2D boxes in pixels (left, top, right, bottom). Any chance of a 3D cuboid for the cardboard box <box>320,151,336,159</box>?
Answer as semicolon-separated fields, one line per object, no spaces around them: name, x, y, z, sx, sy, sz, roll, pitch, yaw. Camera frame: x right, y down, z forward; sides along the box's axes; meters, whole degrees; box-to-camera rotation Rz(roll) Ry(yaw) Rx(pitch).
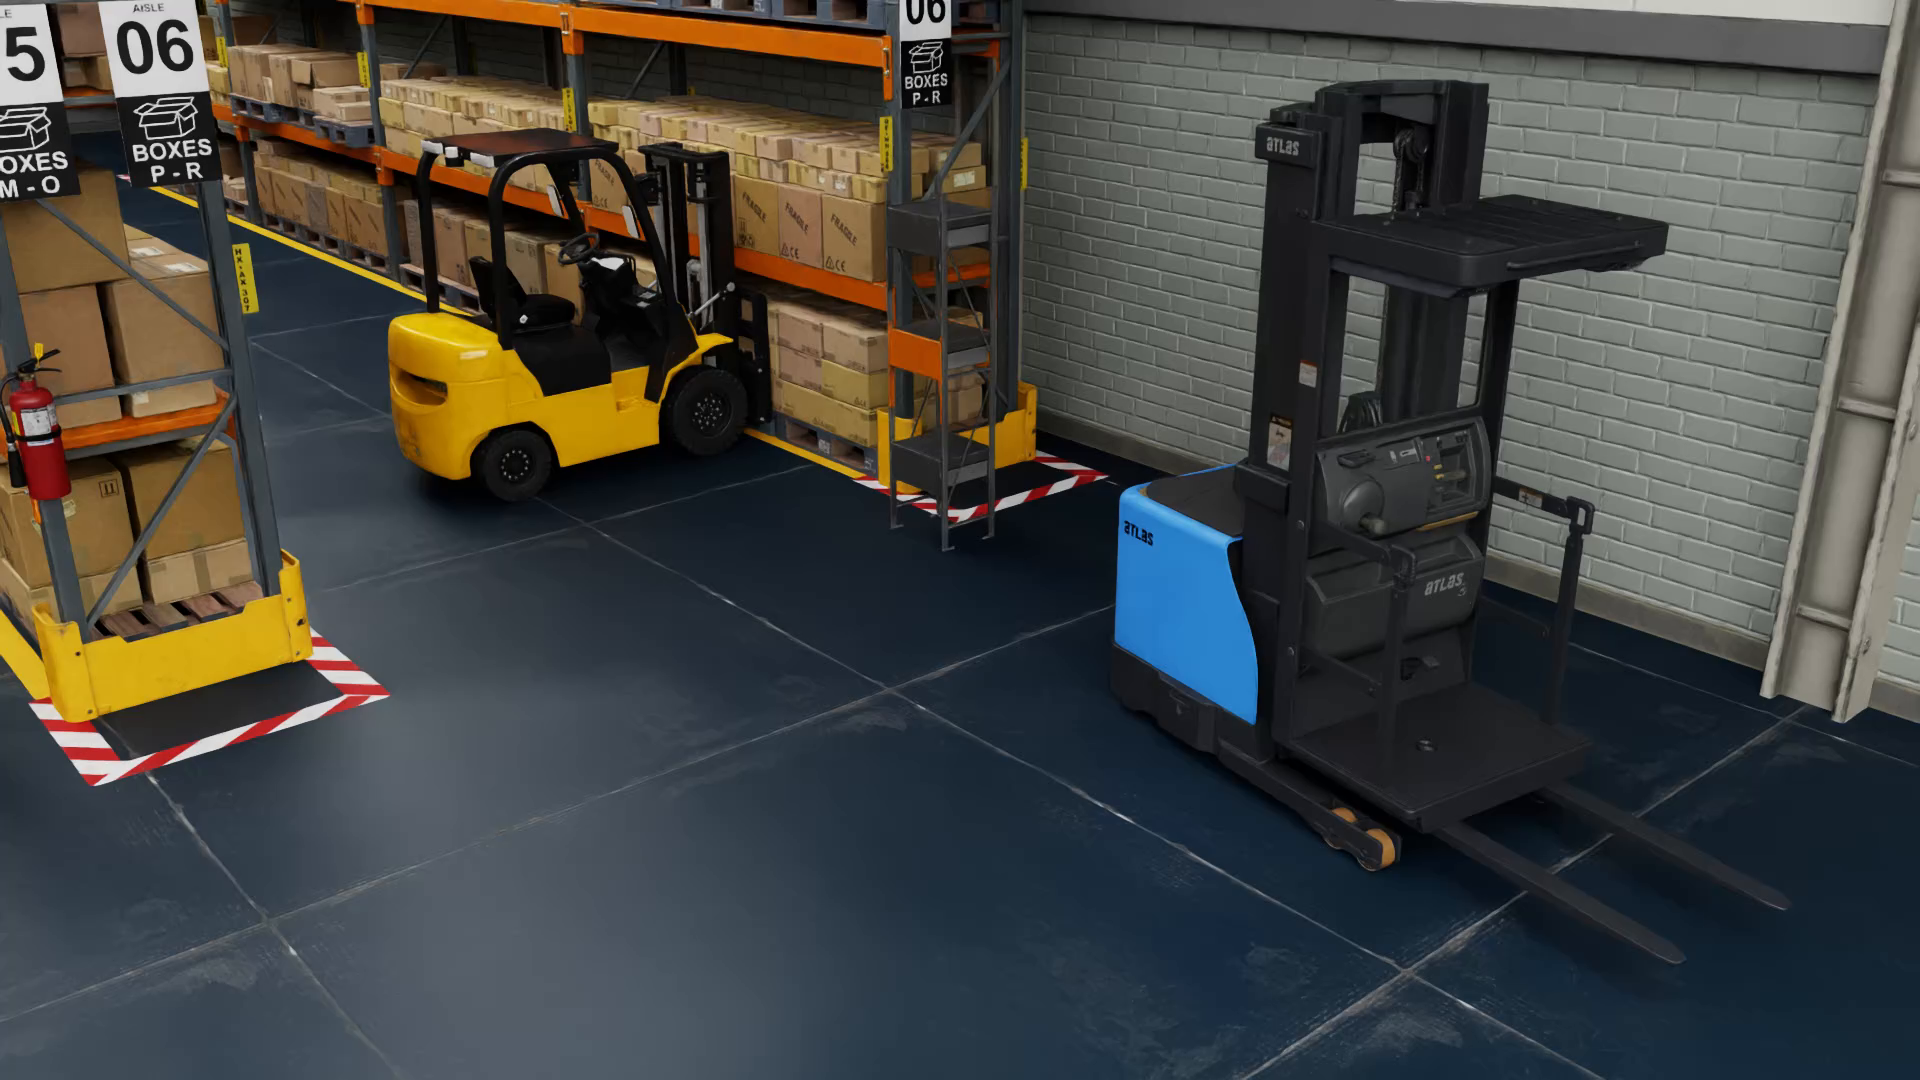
cardboard box;-7.058;-4.357;18.958;0.380;0.149;0.250;-17;27;-37

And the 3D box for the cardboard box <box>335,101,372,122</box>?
cardboard box;-5.966;-4.257;16.508;0.380;0.149;0.250;-17;27;-36

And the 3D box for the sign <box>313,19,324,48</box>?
sign;-7.439;-5.866;19.259;0.100;0.325;0.005;-17;27;-37

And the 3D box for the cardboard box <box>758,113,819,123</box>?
cardboard box;-1.245;-3.015;12.134;0.380;0.149;0.250;-16;27;-36

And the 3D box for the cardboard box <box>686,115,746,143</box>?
cardboard box;-1.751;-2.974;12.031;0.380;0.149;0.250;-18;27;-38

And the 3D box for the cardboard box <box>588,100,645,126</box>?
cardboard box;-2.652;-3.311;12.891;0.380;0.149;0.250;-17;27;-36

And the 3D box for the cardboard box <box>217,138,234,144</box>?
cardboard box;-9.343;-4.723;20.782;0.500;0.500;0.500;-17;27;-36

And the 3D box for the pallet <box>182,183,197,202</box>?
pallet;-9.105;-4.422;20.985;1.003;0.211;1.213;-17;27;-37

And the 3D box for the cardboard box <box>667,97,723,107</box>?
cardboard box;-2.066;-3.375;13.053;0.380;0.149;0.250;-18;28;-39

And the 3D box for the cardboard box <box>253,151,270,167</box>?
cardboard box;-7.825;-4.365;18.977;0.380;0.149;0.250;-16;26;-35

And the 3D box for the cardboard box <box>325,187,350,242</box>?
cardboard box;-6.348;-3.470;17.583;0.500;0.500;0.500;-16;27;-35

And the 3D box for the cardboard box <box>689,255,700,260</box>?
cardboard box;-1.825;-2.138;13.152;0.500;0.250;0.500;-18;28;-38

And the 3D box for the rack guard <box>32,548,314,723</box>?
rack guard;-3.832;0.448;8.156;1.175;0.500;0.348;-17;27;-37

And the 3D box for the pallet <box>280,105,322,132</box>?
pallet;-6.519;-4.535;17.713;1.003;0.211;1.213;-17;27;-37

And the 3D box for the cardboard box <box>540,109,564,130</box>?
cardboard box;-3.209;-3.440;13.628;0.380;0.149;0.250;-18;28;-38

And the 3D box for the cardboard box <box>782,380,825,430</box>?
cardboard box;-0.888;-0.987;11.586;0.500;0.250;0.500;-17;27;-37

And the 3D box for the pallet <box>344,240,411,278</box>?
pallet;-5.705;-3.005;17.367;1.003;0.211;1.213;-17;27;-37

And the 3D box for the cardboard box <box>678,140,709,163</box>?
cardboard box;-1.813;-2.820;12.046;0.380;0.149;0.250;-19;28;-39

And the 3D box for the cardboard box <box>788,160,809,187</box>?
cardboard box;-0.928;-2.477;11.168;0.380;0.149;0.250;-18;27;-38

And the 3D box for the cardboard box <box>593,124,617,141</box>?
cardboard box;-2.627;-3.181;12.966;0.380;0.149;0.250;-18;28;-38

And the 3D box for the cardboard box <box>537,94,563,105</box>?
cardboard box;-3.494;-3.845;14.660;0.380;0.149;0.250;-18;27;-38

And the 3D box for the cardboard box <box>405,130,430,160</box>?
cardboard box;-4.817;-3.697;15.517;0.500;0.250;0.500;-18;28;-39

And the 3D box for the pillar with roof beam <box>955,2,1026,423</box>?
pillar with roof beam;-3.057;-4.053;7.994;9.100;9.000;0.400;-17;27;-37

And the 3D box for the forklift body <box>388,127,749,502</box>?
forklift body;-2.644;-1.572;11.049;2.313;2.155;1.214;-17;27;-37

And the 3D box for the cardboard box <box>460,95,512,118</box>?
cardboard box;-4.115;-3.774;14.480;0.380;0.149;0.250;-18;28;-39

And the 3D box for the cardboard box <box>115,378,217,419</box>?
cardboard box;-3.847;-0.721;8.057;0.380;0.149;0.250;-17;27;-37

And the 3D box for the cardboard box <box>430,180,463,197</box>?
cardboard box;-5.351;-3.640;17.127;0.380;0.149;0.250;-16;26;-35

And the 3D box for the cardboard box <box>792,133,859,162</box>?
cardboard box;-0.900;-2.627;11.143;0.380;0.149;0.250;-17;27;-37

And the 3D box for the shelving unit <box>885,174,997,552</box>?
shelving unit;-0.108;-1.023;9.718;0.431;2.100;0.503;-17;27;-37

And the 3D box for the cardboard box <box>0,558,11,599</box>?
cardboard box;-4.846;0.085;8.848;0.500;0.250;0.500;-17;27;-37

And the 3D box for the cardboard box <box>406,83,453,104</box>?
cardboard box;-4.899;-4.140;15.415;0.380;0.149;0.250;-17;27;-36

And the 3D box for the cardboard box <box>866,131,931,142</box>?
cardboard box;-0.410;-2.659;11.224;0.380;0.149;0.250;-17;27;-36

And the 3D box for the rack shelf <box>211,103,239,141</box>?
rack shelf;-9.163;-5.411;20.672;1.077;0.370;4.000;-17;27;-37

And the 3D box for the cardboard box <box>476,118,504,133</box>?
cardboard box;-3.820;-3.504;14.337;0.500;0.250;0.500;-17;27;-36

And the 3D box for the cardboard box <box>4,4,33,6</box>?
cardboard box;-4.320;-2.238;7.269;0.500;0.250;0.500;-18;28;-38

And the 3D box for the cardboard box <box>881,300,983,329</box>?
cardboard box;-0.195;-1.437;11.362;0.500;0.250;0.500;-18;28;-38

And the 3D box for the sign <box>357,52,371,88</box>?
sign;-5.651;-4.459;15.776;0.100;0.325;0.005;-17;27;-37

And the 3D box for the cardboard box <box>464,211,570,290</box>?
cardboard box;-3.977;-2.638;15.286;0.875;0.625;0.625;-19;28;-40

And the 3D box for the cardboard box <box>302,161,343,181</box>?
cardboard box;-6.925;-4.019;18.094;0.380;0.149;0.250;-16;27;-36

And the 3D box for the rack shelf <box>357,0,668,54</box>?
rack shelf;-3.941;-4.597;14.482;1.077;0.370;4.000;-17;27;-37

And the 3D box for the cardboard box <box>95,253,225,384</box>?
cardboard box;-3.881;-1.077;8.076;0.500;0.500;0.500;-18;28;-38

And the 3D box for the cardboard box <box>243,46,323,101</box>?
cardboard box;-7.373;-5.105;18.193;0.700;0.500;0.500;-17;27;-37

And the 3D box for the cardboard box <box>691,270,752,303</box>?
cardboard box;-1.898;-1.877;12.487;0.500;0.250;0.500;-16;27;-36

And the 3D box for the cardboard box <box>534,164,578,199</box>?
cardboard box;-3.162;-2.990;13.711;0.500;0.250;0.500;-17;27;-36

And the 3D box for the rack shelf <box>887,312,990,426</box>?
rack shelf;-0.108;-1.011;9.723;0.431;0.518;0.480;-17;27;-37

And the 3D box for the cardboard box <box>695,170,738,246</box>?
cardboard box;-1.547;-2.421;11.916;0.500;0.500;0.500;-17;27;-37

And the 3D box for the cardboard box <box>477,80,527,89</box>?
cardboard box;-4.289;-4.212;15.599;0.380;0.149;0.250;-18;28;-38

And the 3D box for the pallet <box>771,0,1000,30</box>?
pallet;-0.466;-3.435;10.649;1.003;0.211;1.213;-17;27;-37

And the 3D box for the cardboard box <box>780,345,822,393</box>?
cardboard box;-0.898;-1.227;11.513;0.500;0.250;0.500;-18;28;-38

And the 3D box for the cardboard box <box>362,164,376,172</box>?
cardboard box;-6.235;-3.985;18.007;0.380;0.149;0.250;-17;27;-37

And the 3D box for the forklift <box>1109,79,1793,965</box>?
forklift;1.925;-0.242;6.584;1.130;2.935;3.031;-13;25;-30

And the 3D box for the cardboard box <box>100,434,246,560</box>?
cardboard box;-4.115;-0.255;8.688;0.500;0.500;0.500;-19;28;-39

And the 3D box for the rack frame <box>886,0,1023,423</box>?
rack frame;-0.024;-1.878;10.666;1.000;3.000;0.127;-17;27;-37

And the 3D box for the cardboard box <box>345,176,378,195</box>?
cardboard box;-6.101;-3.649;17.150;0.380;0.149;0.250;-19;28;-39
